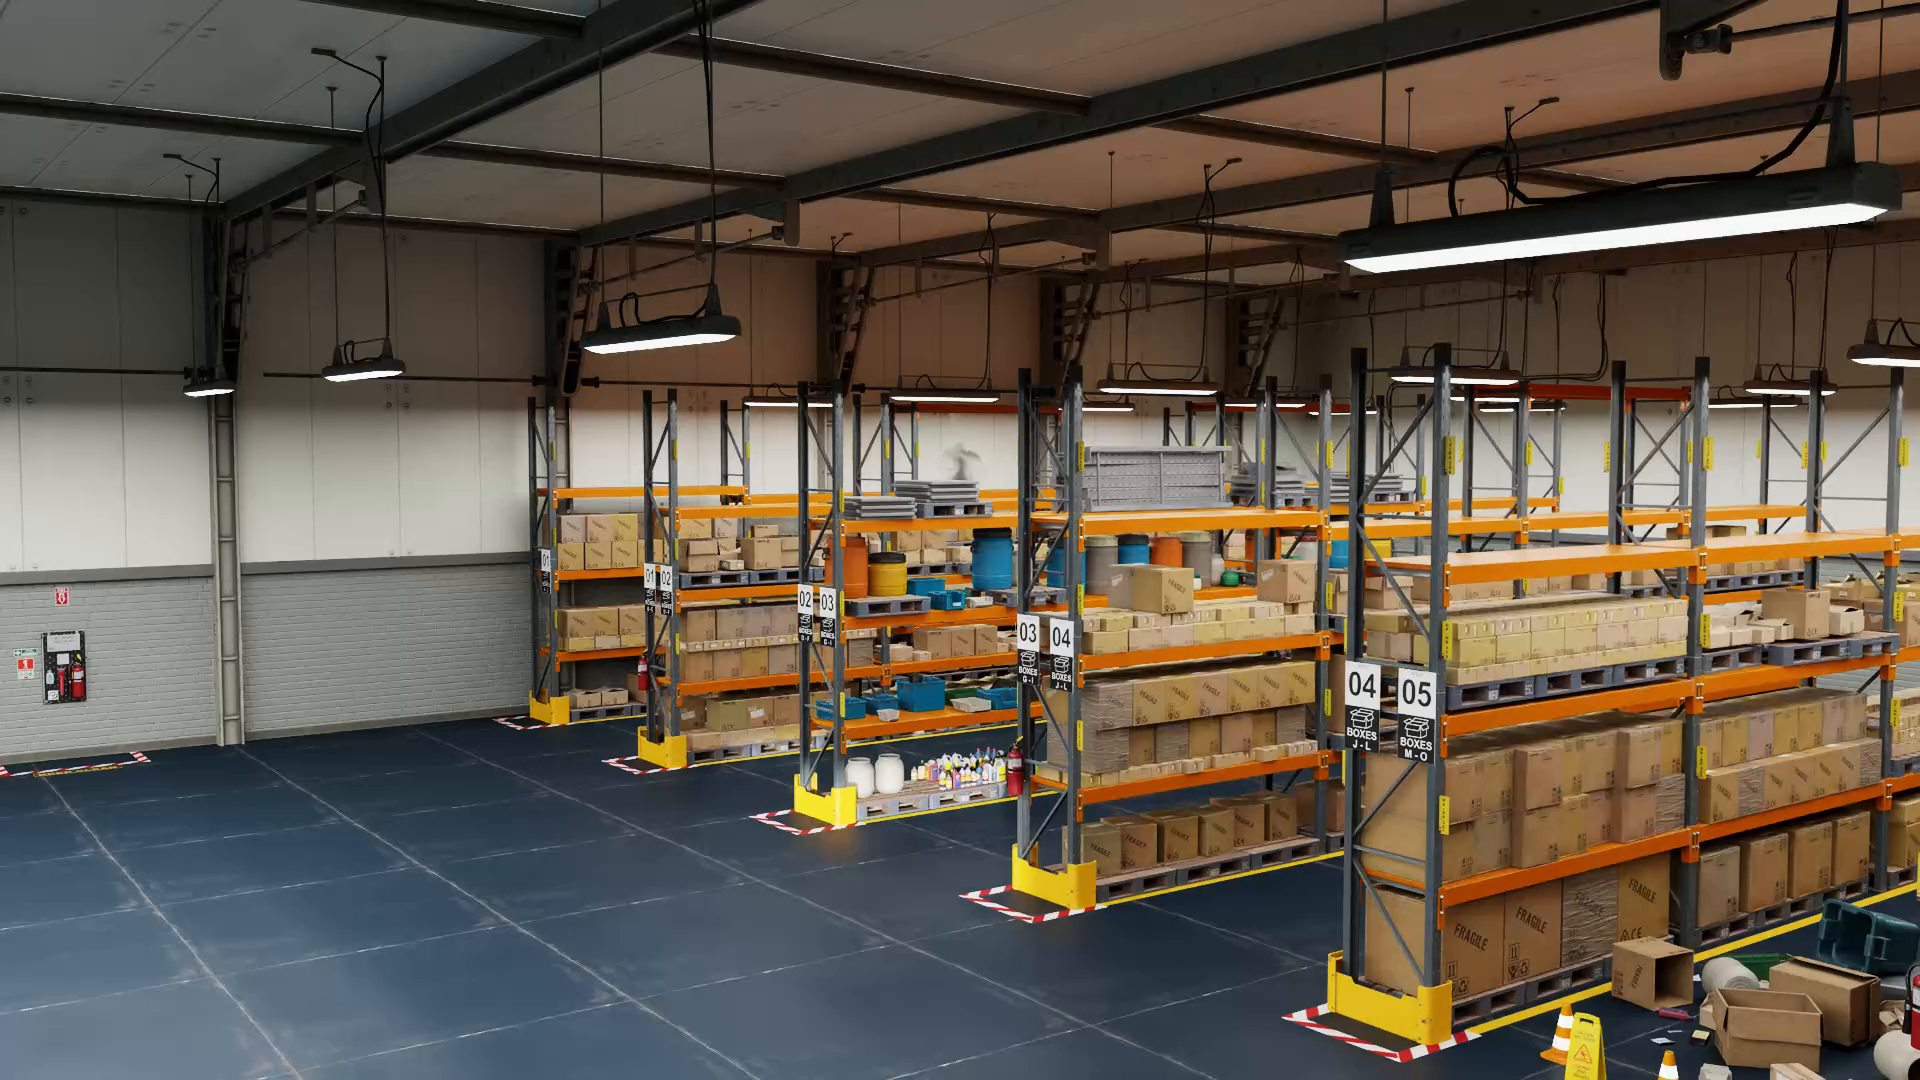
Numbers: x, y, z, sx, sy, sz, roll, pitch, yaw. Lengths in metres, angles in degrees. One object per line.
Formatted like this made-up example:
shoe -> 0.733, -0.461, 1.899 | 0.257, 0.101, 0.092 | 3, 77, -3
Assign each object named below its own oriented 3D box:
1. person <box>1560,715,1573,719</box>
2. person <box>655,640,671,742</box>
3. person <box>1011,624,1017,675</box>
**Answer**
person -> 7.908, 3.022, 21.685 | 0.773, 1.766, 0.663 | -2, 4, -36
person -> -5.059, 2.588, 28.724 | 0.643, 1.744, 0.906 | 3, 5, 42
person -> 1.224, 2.432, 33.181 | 0.694, 1.574, 0.542 | -3, 4, -40
